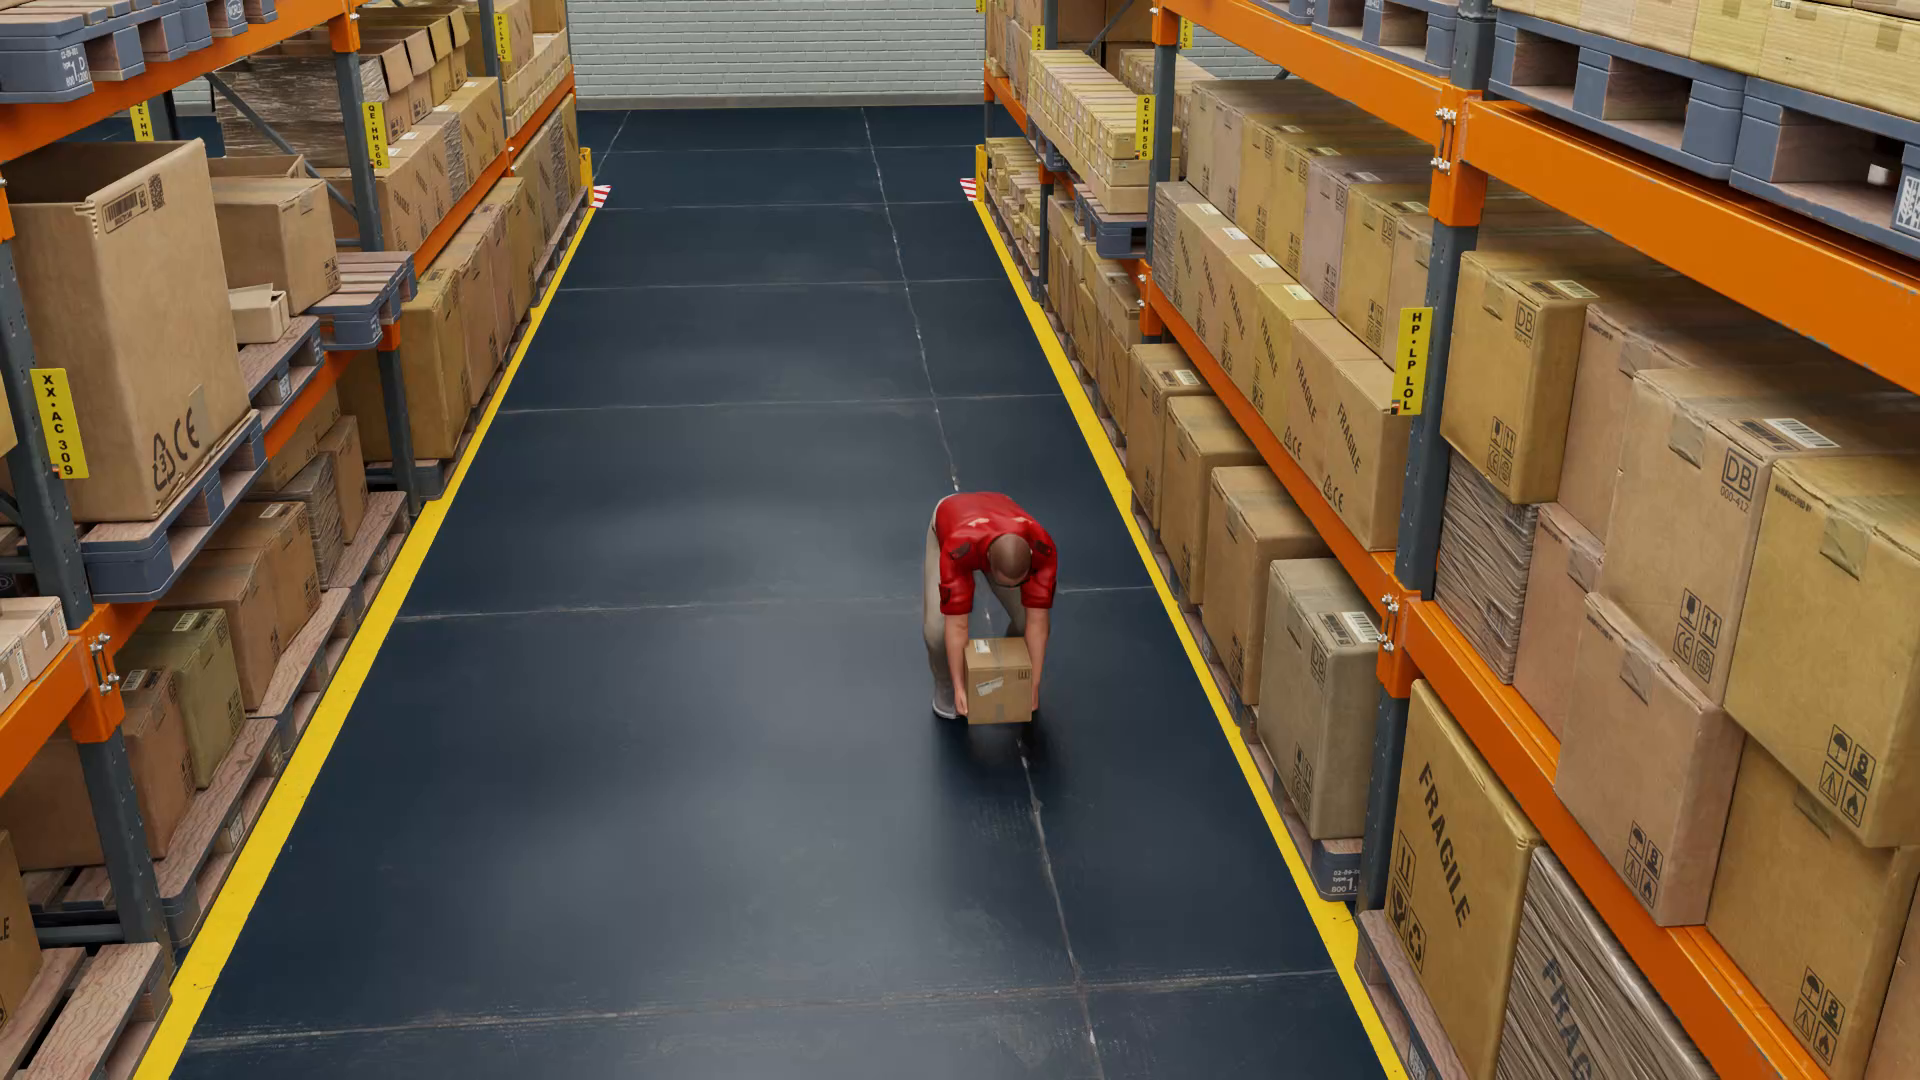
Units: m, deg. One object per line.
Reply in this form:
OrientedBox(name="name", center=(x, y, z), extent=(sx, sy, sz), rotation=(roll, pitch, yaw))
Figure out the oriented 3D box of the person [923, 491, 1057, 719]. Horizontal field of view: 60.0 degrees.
OrientedBox(name="person", center=(0.117, 0.299, 6.827), extent=(0.539, 1.019, 0.944), rotation=(-3, 24, -8))
